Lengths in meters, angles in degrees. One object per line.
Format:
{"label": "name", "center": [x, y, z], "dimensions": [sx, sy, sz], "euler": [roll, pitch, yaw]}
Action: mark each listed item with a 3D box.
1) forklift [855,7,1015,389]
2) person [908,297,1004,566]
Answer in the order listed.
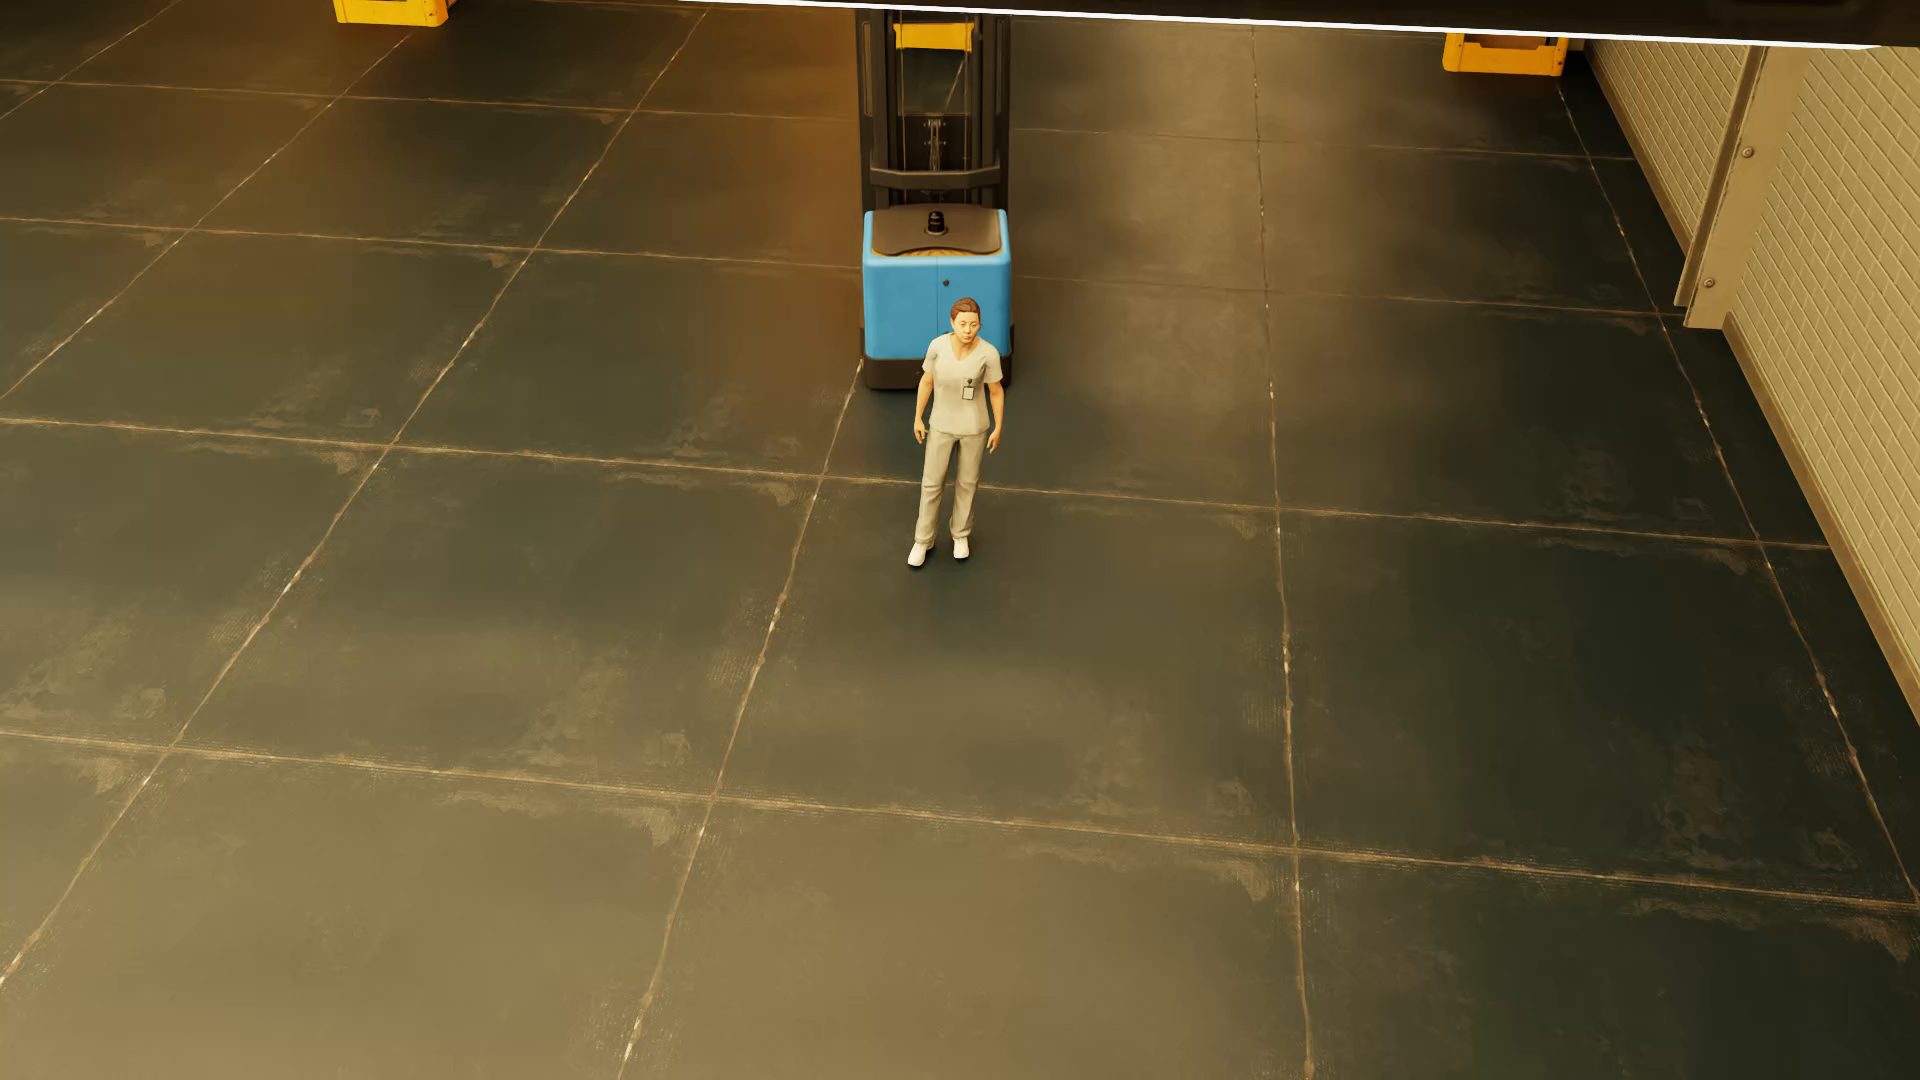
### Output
{"label": "forklift", "center": [-0.192, -3.102, 12.238], "dimensions": [1.130, 2.935, 3.031], "euler": [-1, 36, -1]}
{"label": "person", "center": [-0.023, -0.638, 9.941], "dimensions": [0.549, 1.675, 0.549], "euler": [4, 37, 6]}
